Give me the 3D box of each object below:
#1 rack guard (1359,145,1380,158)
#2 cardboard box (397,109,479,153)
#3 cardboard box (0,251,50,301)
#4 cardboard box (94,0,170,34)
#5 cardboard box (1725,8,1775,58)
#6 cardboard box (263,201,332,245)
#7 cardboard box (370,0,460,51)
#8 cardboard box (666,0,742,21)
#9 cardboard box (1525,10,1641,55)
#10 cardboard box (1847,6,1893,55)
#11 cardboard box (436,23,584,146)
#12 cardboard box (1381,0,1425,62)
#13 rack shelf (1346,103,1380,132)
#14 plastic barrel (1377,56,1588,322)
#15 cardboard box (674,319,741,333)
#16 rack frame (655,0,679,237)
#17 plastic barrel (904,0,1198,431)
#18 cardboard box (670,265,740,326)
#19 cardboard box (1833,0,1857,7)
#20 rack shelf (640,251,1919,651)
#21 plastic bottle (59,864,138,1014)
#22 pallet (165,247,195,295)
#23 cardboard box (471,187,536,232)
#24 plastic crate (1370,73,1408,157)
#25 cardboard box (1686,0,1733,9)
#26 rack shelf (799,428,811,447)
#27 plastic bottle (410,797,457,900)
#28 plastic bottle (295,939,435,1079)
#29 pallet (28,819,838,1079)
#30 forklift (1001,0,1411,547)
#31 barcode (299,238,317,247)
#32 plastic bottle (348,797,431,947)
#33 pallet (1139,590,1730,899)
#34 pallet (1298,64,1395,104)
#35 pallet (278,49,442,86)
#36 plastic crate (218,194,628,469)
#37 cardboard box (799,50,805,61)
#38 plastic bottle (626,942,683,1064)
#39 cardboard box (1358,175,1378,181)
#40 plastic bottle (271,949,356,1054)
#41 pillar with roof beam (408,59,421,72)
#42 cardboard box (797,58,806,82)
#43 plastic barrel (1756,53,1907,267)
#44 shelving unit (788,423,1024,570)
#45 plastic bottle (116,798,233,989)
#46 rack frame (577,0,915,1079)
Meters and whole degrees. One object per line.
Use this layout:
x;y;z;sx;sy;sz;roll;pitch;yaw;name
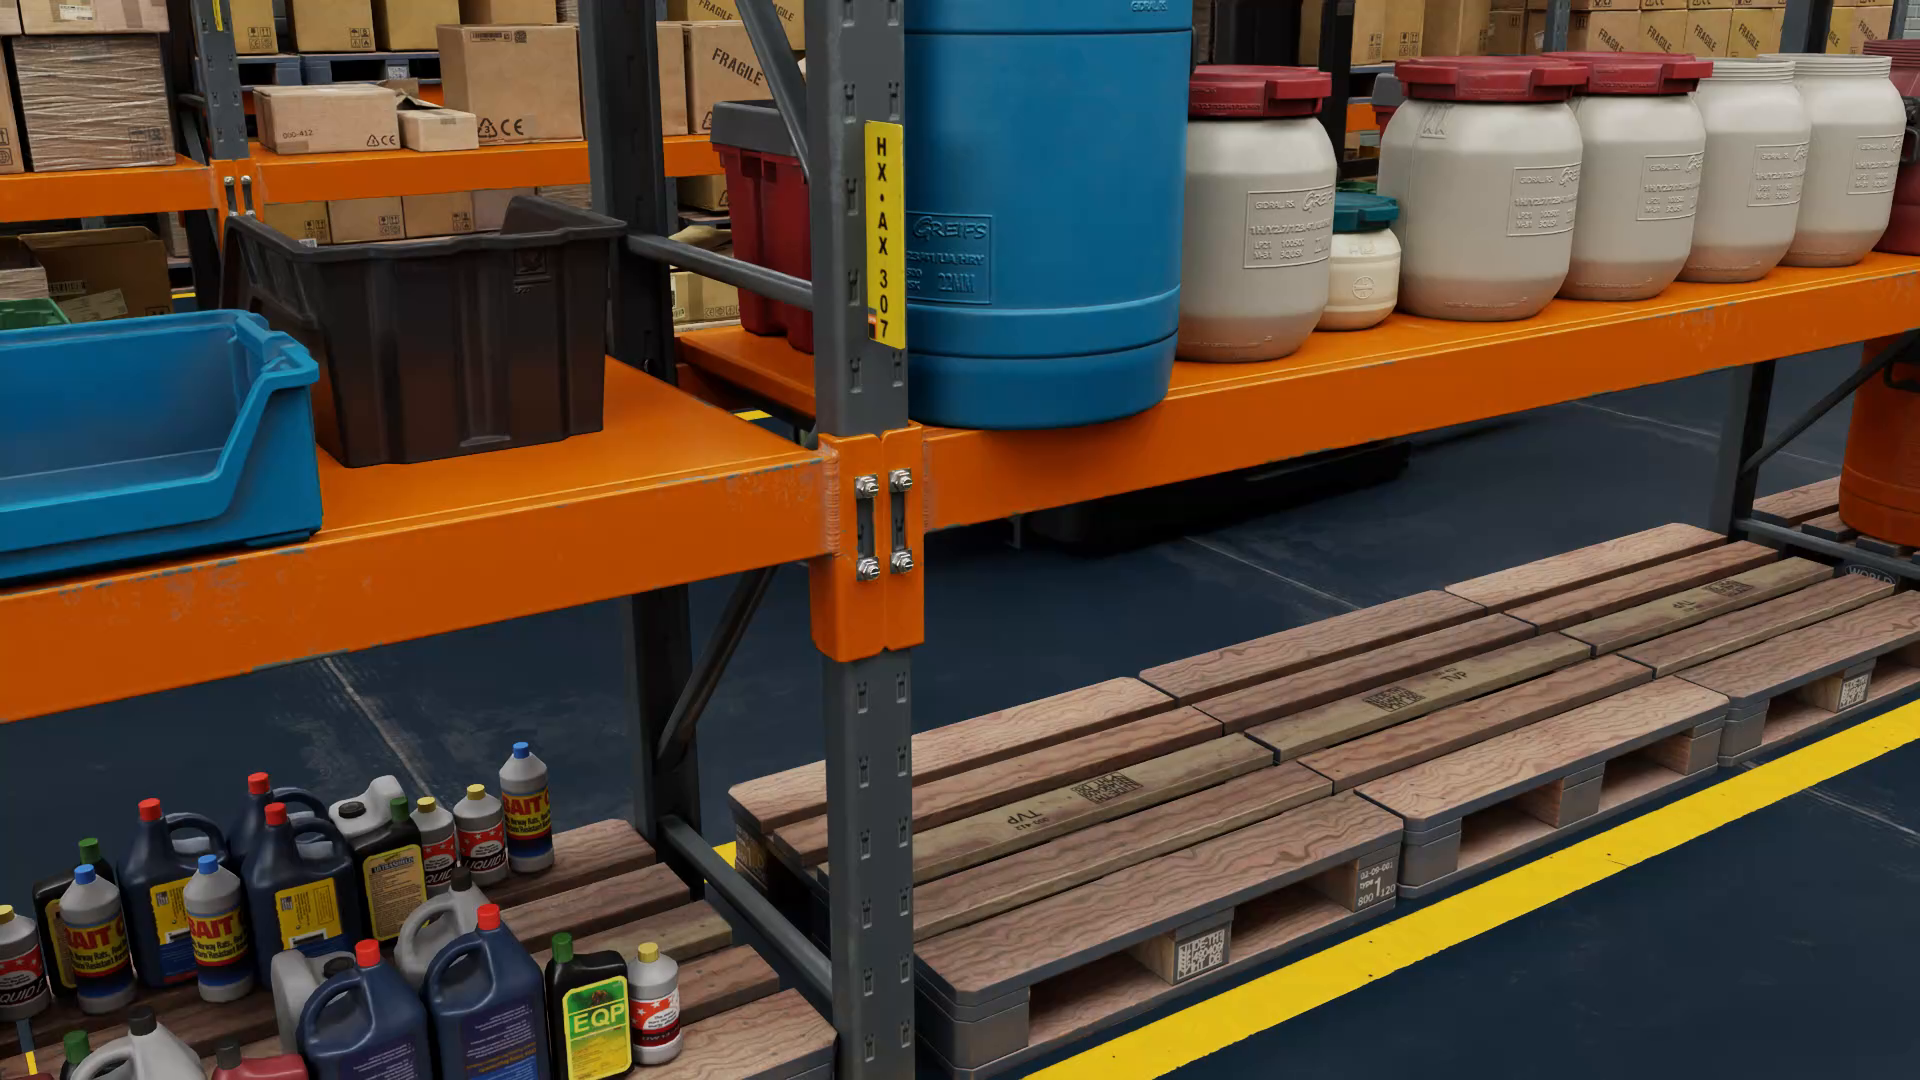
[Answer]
4.189;-4.052;17.450;0.348;0.500;1.175;-12;22;-31;rack guard
-2.273;-1.776;7.208;0.250;0.149;0.380;-12;22;-31;cardboard box
-3.817;-0.821;6.455;0.500;0.500;0.500;-12;22;-31;cardboard box
-3.235;-2.044;6.437;0.250;0.149;0.380;-12;22;-31;cardboard box
5.400;-3.536;11.864;0.500;0.500;0.500;-12;22;-32;cardboard box
-4.843;-2.381;11.821;0.500;0.500;0.700;-12;22;-32;cardboard box
-3.928;-3.768;11.863;0.500;0.500;0.700;-12;22;-31;cardboard box
-1.966;-4.038;12.853;0.500;0.500;0.500;-11;22;-30;cardboard box
4.131;-3.267;11.070;0.500;0.500;0.500;-11;22;-30;cardboard box
6.672;-3.803;12.655;0.500;0.500;0.500;-11;22;-30;cardboard box
-2.035;-2.065;7.514;0.500;0.500;0.500;-10;21;-28;cardboard box
2.498;-3.288;10.475;0.500;0.500;0.700;-8;20;-23;cardboard box
1.886;-2.510;10.109;4.000;0.370;1.077;-12;22;-31;rack shelf
1.128;-0.772;3.632;0.433;0.535;0.433;0;19;0;plastic barrel
-1.368;-0.966;8.057;0.500;0.250;0.500;-11;22;-30;cardboard box
-2.512;-3.823;12.869;0.127;3.000;1.000;-12;22;-31;rack frame
0.085;-0.693;2.828;0.708;0.901;0.600;-12;22;-31;plastic barrel
-1.360;-1.233;7.972;0.500;0.311;0.500;-11;22;-30;cardboard box
6.255;-4.188;12.231;0.500;0.500;0.500;-11;22;-30;cardboard box
1.266;-0.480;4.104;4.000;0.370;1.077;-12;22;-31;rack shelf
-1.567;0.716;3.017;0.097;0.271;0.097;0;19;0;plastic bottle
-5.204;-1.935;11.639;1.213;0.211;1.003;-12;22;-31;pallet
-3.579;-2.647;12.606;0.500;0.500;0.700;-12;22;-31;cardboard box
1.418;-1.001;4.421;0.583;0.464;0.402;-12;22;-31;plastic crate
4.964;-3.913;11.419;0.500;0.500;0.500;-13;22;-33;cardboard box
-0.183;-0.343;5.936;0.720;0.370;0.431;-14;23;-36;rack shelf
-1.081;0.623;3.400;0.097;0.201;0.097;0;19;0;plastic bottle
-0.944;0.802;2.637;0.185;0.351;0.144;-13;23;-34;plastic bottle
-0.988;0.960;3.077;1.213;0.211;1.003;-12;22;-31;pallet
1.276;-1.726;6.775;3.031;2.935;1.130;-14;23;-36;forklift
-2.683;-1.207;6.848;0.075;0.075;0.001;-12;22;-31;barcode
-1.107;0.641;3.218;0.133;0.283;0.061;-12;22;-31;plastic bottle
1.250;0.488;4.473;1.213;0.211;1.003;-12;22;-31;pallet
1.837;-2.752;10.000;1.213;0.211;1.003;-12;22;-31;pallet
-4.143;-3.372;11.836;1.213;0.211;1.003;-12;22;-31;pallet
-0.912;-0.381;2.785;0.504;0.338;0.767;-12;22;-31;plastic crate
-1.272;-3.901;13.461;0.250;0.149;0.380;-11;22;-30;cardboard box
-0.536;0.796;2.889;0.097;0.201;0.097;0;19;0;plastic bottle
3.018;-2.207;11.307;0.500;0.500;0.500;-13;23;-34;cardboard box
-1.046;0.803;2.753;0.135;0.276;0.152;-12;22;-31;plastic bottle
-1.706;-5.516;8.510;0.400;9.000;9.100;-12;22;-31;pillar with roof beam
-0.638;-2.351;8.654;0.500;0.311;0.500;-12;22;-32;cardboard box
2.195;-0.988;4.308;0.421;0.512;0.421;0;19;0;plastic barrel
-0.183;-0.652;5.831;0.755;1.500;0.431;-14;23;-36;shelving unit
-1.464;0.642;3.110;0.185;0.351;0.144;-13;23;-34;plastic bottle
-0.404;-0.469;2.947;0.127;3.000;1.000;-12;22;-31;rack frame
